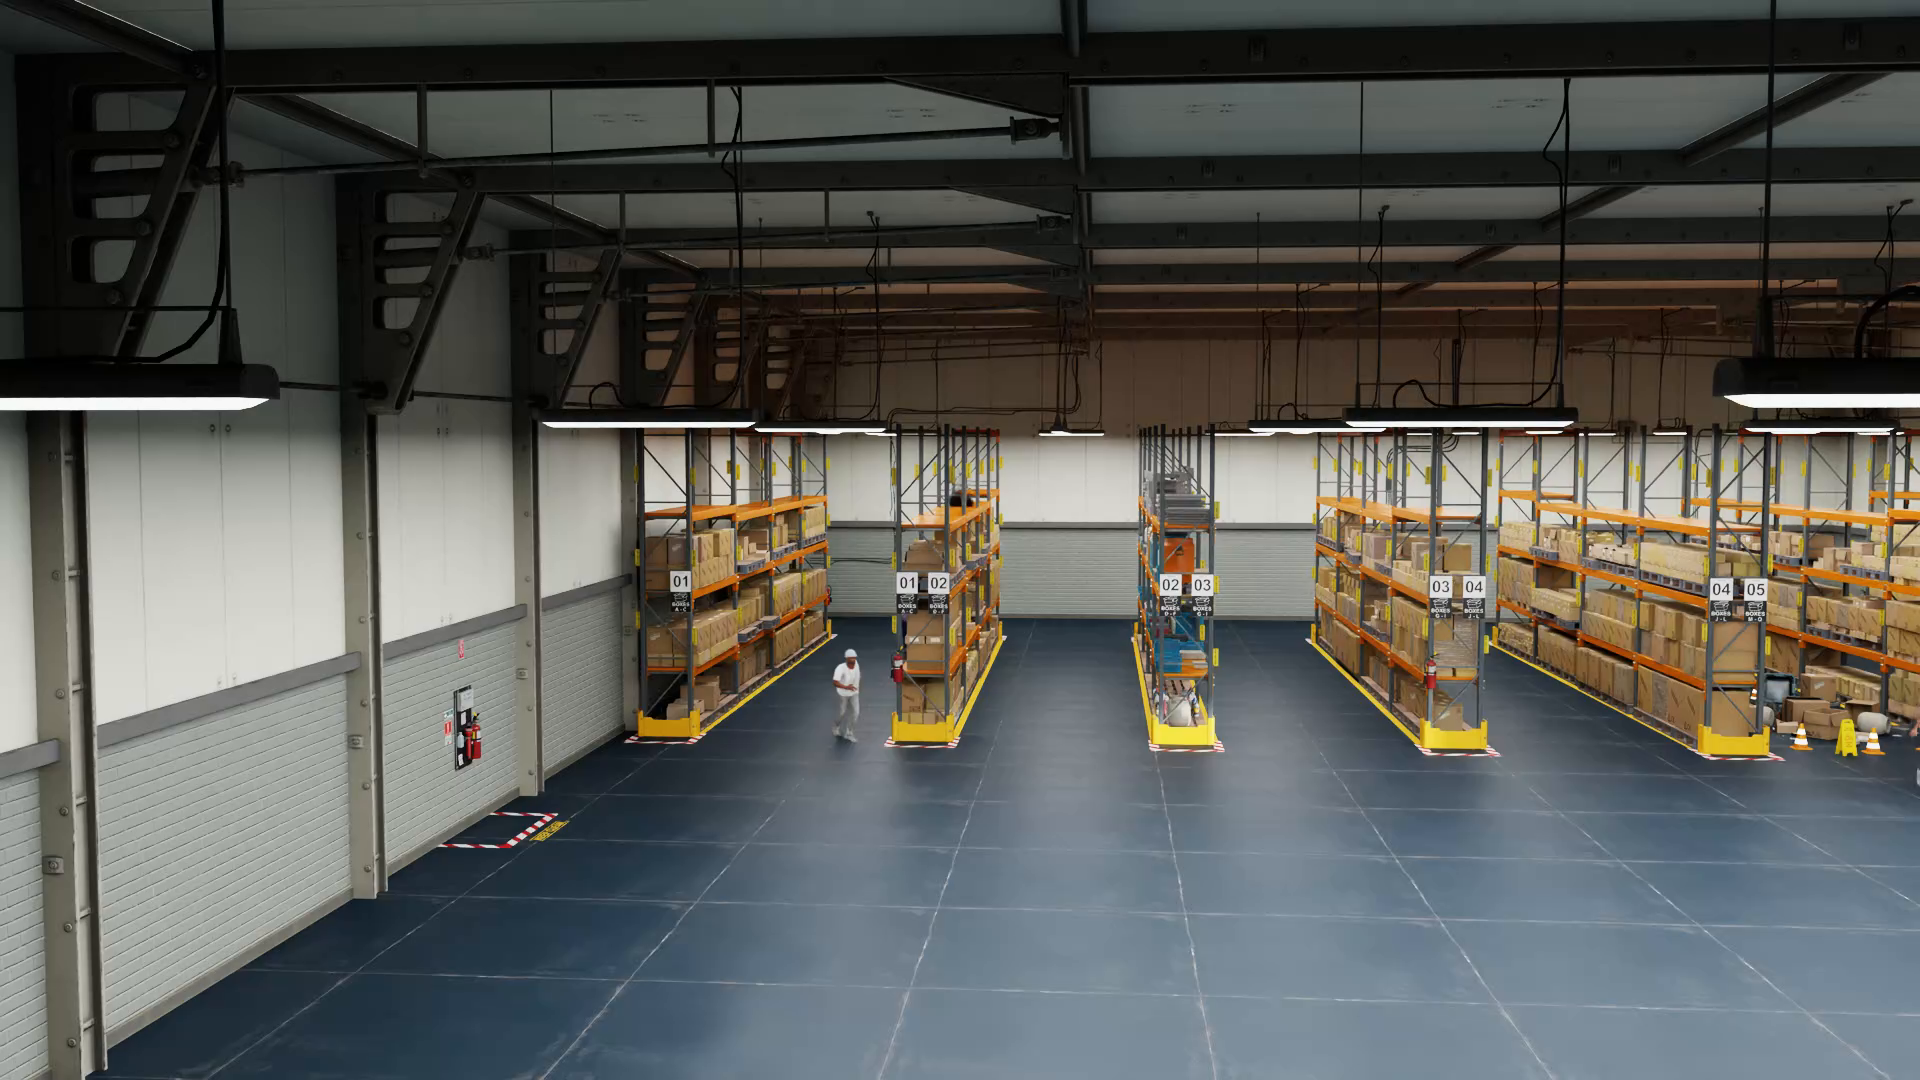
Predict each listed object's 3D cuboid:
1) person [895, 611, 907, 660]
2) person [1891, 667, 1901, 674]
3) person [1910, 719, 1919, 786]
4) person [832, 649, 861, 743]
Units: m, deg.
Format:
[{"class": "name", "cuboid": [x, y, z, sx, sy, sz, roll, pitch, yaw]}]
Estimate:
[{"class": "person", "cuboid": [-1.369, 2.263, 43.495, 0.604, 1.689, 0.901, 1, 4, 12]}, {"class": "person", "cuboid": [22.690, 2.463, 39.862, 0.573, 1.688, 0.850, -1, 4, -10]}, {"class": "person", "cuboid": [16.021, 3.216, 27.159, 0.662, 1.695, 0.733, -1, 4, -17]}, {"class": "person", "cuboid": [-2.183, 2.936, 31.616, 0.690, 1.767, 0.796, -2, 4, -34]}]
